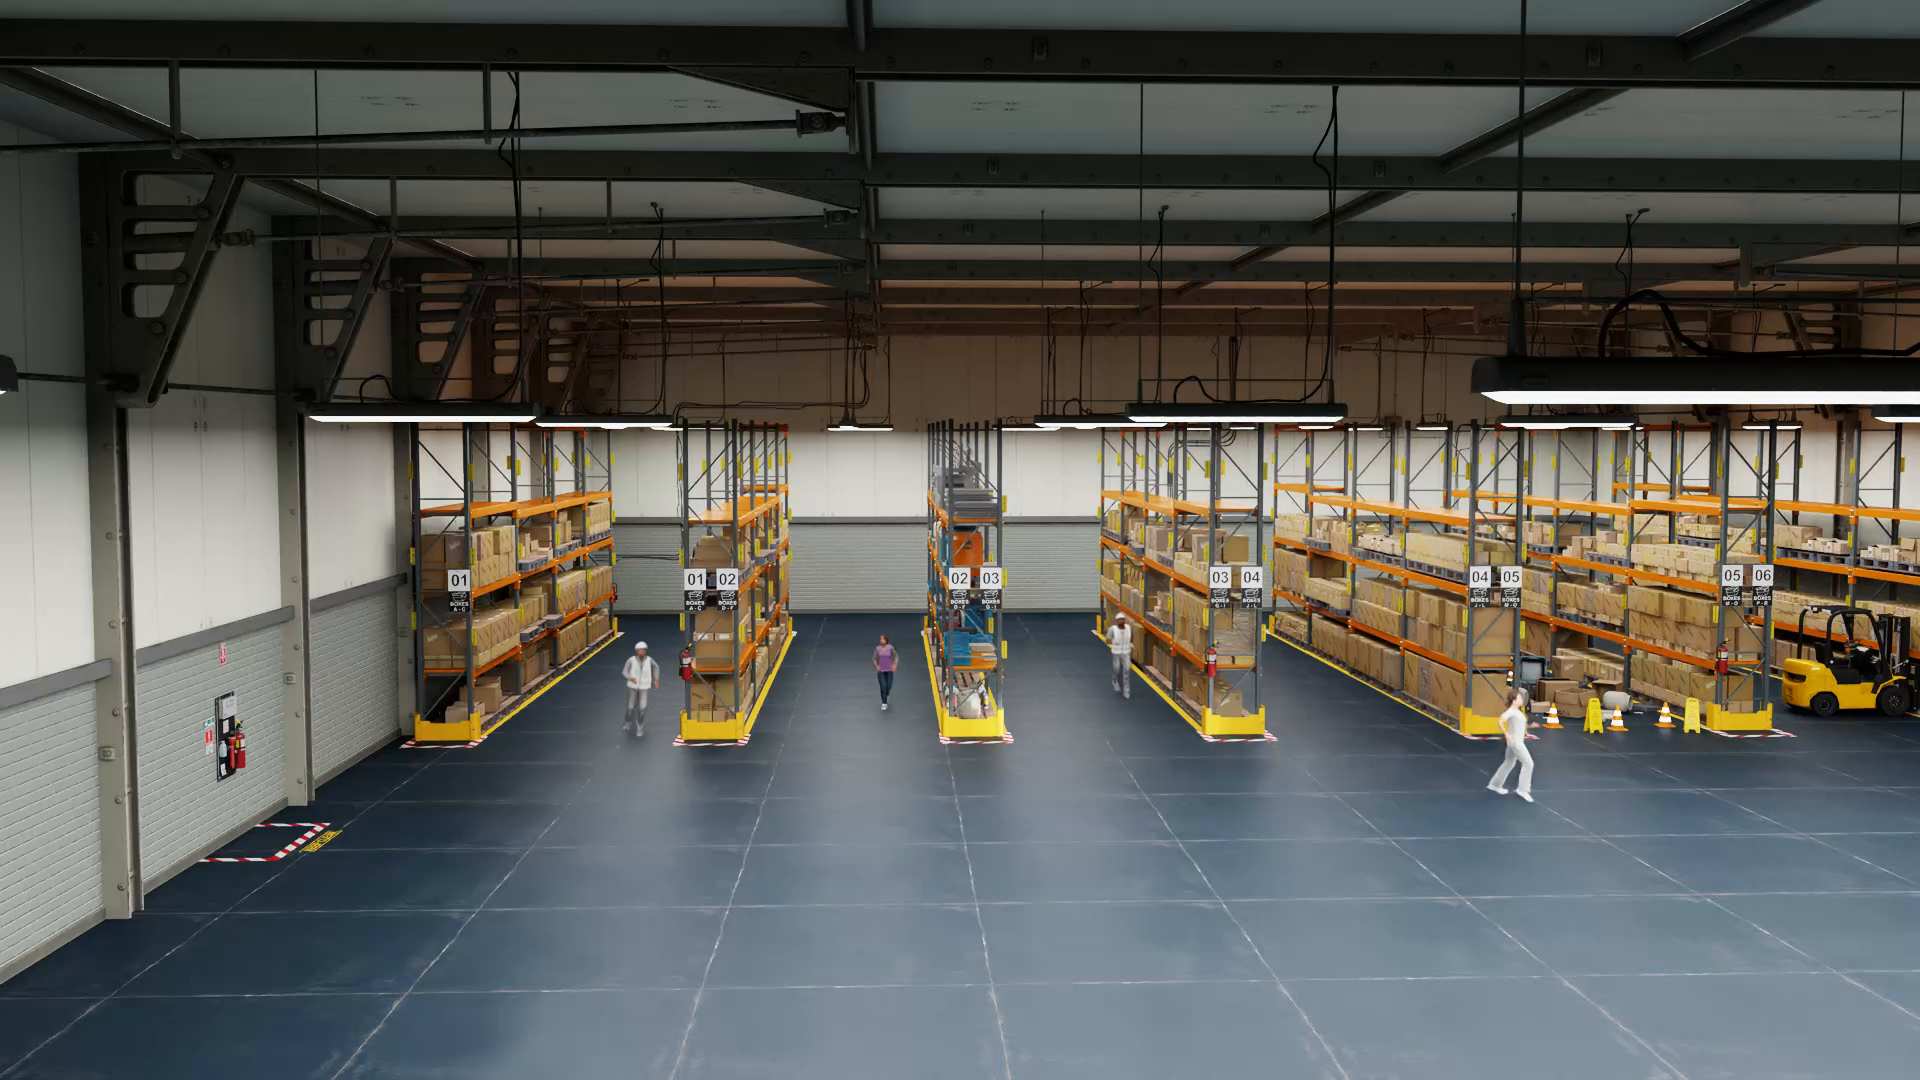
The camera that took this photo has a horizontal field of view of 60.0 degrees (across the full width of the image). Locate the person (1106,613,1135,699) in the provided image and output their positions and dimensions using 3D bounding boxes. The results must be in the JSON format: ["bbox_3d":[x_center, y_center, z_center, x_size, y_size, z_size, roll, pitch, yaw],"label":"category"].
[{"bbox_3d":[3.502,2.496,36.267,0.672,1.819,0.928,0,4,-4],"label":"person"}]

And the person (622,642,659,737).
[{"bbox_3d":[-6.074,2.835,31.620,0.709,1.831,0.710,-1,4,-13],"label":"person"}]

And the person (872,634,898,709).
[{"bbox_3d":[-1.559,2.738,34.519,0.550,1.561,0.478,0,4,1],"label":"person"}]

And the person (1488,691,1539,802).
[{"bbox_3d":[8.664,3.218,26.022,0.754,1.724,0.533,1,4,21],"label":"person"}]
